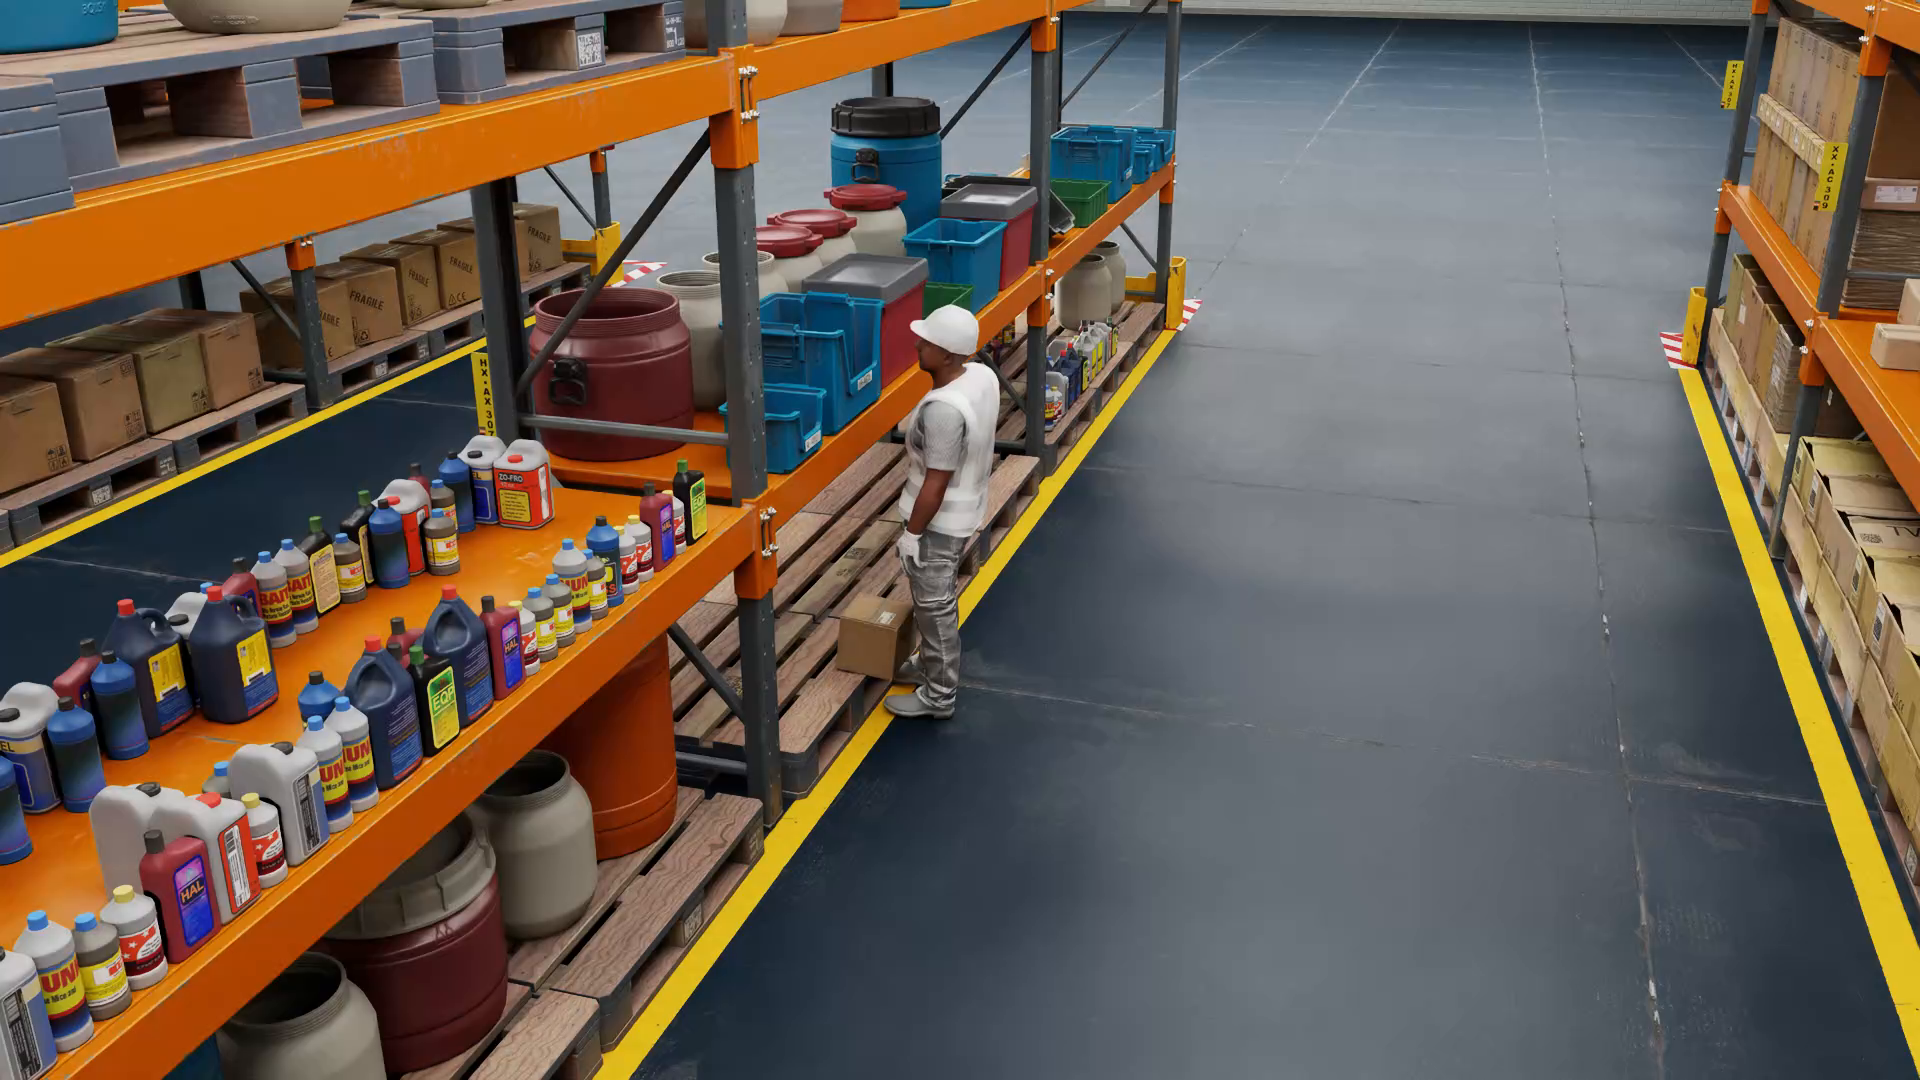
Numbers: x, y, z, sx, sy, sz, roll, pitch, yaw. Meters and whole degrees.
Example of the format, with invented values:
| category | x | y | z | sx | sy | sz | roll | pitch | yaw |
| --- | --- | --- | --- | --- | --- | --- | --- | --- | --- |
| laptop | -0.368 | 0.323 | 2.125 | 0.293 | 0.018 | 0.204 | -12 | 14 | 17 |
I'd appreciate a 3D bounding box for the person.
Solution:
| category | x | y | z | sx | sy | sz | roll | pitch | yaw |
| --- | --- | --- | --- | --- | --- | --- | --- | --- | --- |
| person | -0.149 | -0.103 | 6.796 | 0.575 | 1.786 | 0.656 | 6 | 23 | 15 |
